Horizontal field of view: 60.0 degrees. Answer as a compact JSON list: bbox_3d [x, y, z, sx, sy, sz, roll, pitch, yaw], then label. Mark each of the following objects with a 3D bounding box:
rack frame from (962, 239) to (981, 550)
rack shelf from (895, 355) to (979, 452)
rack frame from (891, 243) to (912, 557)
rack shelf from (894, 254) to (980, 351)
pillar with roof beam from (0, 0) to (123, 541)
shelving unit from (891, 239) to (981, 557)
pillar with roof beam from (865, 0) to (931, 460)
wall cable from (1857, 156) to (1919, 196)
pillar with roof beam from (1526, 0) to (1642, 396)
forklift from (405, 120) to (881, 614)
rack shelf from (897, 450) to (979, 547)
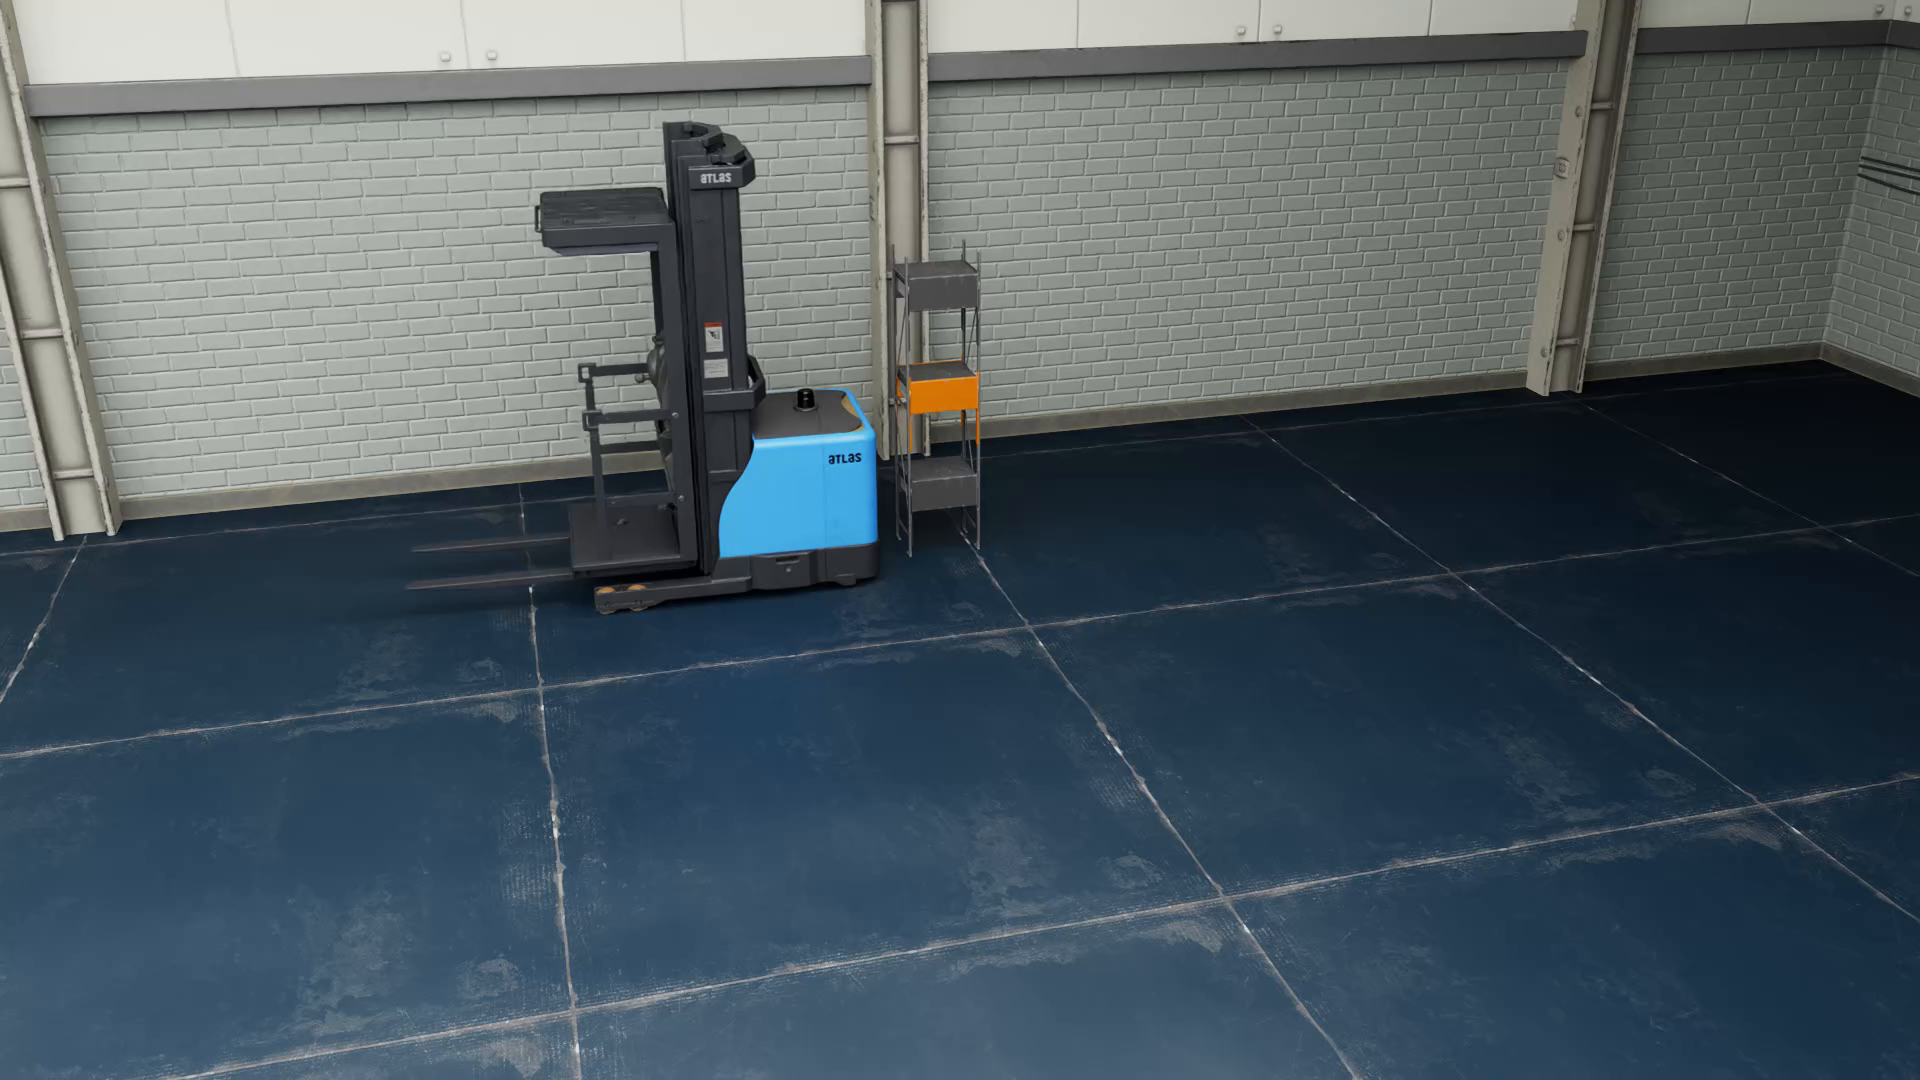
[{"bbox_3d":[0.076,-0.973,11.355,0.015,2.100,0.400,-6,24,-14],"label":"rack frame"},{"bbox_3d":[-0.159,-0.935,11.300,0.480,0.518,0.431,-6,24,-14],"label":"rack shelf"},{"bbox_3d":[-0.394,-0.921,11.234,0.015,2.100,0.400,-6,24,-14],"label":"rack frame"},{"bbox_3d":[-0.159,-1.578,11.024,0.480,0.518,0.431,-6,24,-14],"label":"rack shelf"},{"bbox_3d":[-5.079,-2.576,6.340,0.400,9.000,9.100,-6,24,-14],"label":"pillar with roof beam"},{"bbox_3d":[-0.159,-0.947,11.295,0.503,2.100,0.431,-6,24,-14],"label":"shelving unit"},{"bbox_3d":[0.698,-3.215,7.830,0.400,9.000,9.100,-6,24,-14],"label":"pillar with roof beam"},{"bbox_3d":[8.506,-3.873,13.302,0.112,2.526,3.097,-6,24,-14],"label":"wall cable"},{"bbox_3d":[6.475,-3.854,9.319,0.400,9.000,9.100,-6,24,-14],"label":"pillar with roof beam"},{"bbox_3d":[-2.101,-1.103,10.603,3.031,2.935,1.130,-5,24,-12],"label":"forklift"},{"bbox_3d":[-0.159,-0.291,11.576,0.480,0.518,0.431,-6,24,-14],"label":"rack shelf"}]
